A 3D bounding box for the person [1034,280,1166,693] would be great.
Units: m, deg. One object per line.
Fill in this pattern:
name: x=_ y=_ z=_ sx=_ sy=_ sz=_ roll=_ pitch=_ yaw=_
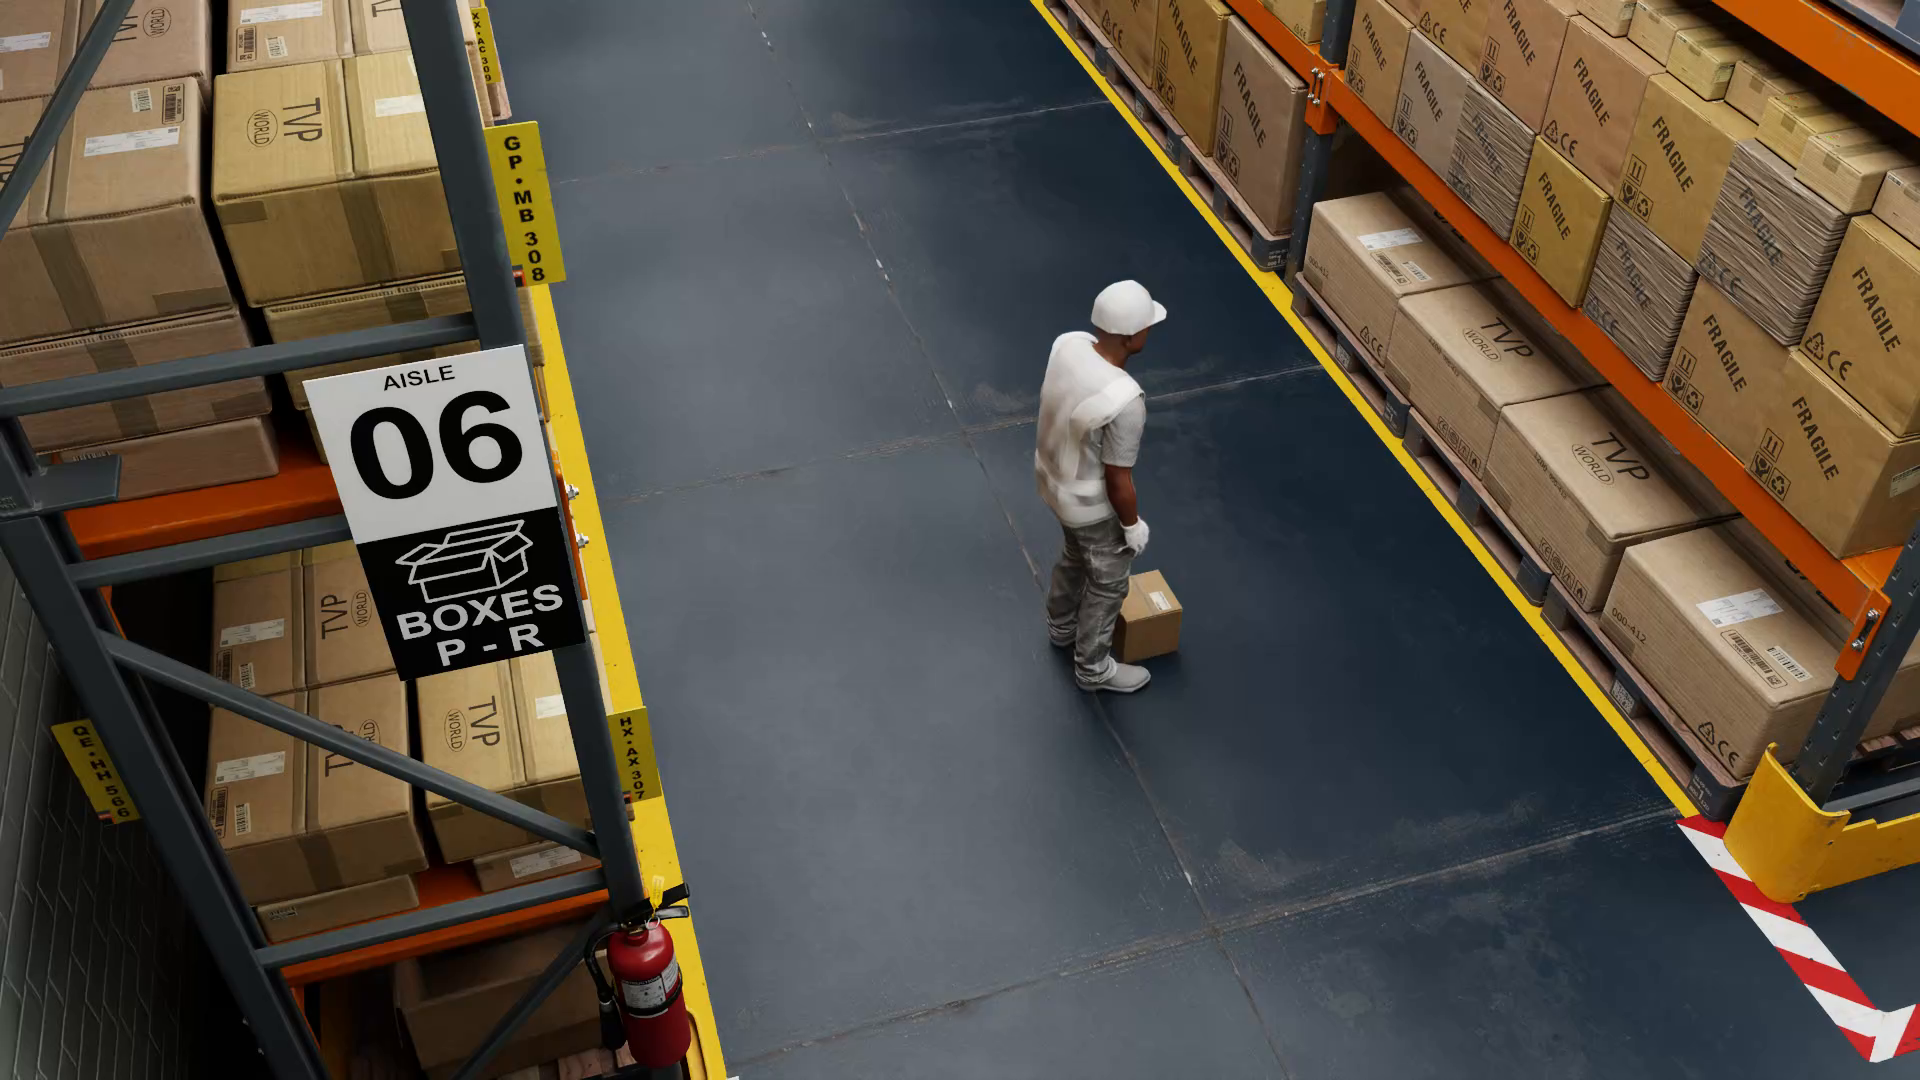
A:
person: x=0.528 y=-0.199 z=6.374 sx=0.451 sy=1.772 sz=0.627 roll=-14 pitch=44 yaw=-15
